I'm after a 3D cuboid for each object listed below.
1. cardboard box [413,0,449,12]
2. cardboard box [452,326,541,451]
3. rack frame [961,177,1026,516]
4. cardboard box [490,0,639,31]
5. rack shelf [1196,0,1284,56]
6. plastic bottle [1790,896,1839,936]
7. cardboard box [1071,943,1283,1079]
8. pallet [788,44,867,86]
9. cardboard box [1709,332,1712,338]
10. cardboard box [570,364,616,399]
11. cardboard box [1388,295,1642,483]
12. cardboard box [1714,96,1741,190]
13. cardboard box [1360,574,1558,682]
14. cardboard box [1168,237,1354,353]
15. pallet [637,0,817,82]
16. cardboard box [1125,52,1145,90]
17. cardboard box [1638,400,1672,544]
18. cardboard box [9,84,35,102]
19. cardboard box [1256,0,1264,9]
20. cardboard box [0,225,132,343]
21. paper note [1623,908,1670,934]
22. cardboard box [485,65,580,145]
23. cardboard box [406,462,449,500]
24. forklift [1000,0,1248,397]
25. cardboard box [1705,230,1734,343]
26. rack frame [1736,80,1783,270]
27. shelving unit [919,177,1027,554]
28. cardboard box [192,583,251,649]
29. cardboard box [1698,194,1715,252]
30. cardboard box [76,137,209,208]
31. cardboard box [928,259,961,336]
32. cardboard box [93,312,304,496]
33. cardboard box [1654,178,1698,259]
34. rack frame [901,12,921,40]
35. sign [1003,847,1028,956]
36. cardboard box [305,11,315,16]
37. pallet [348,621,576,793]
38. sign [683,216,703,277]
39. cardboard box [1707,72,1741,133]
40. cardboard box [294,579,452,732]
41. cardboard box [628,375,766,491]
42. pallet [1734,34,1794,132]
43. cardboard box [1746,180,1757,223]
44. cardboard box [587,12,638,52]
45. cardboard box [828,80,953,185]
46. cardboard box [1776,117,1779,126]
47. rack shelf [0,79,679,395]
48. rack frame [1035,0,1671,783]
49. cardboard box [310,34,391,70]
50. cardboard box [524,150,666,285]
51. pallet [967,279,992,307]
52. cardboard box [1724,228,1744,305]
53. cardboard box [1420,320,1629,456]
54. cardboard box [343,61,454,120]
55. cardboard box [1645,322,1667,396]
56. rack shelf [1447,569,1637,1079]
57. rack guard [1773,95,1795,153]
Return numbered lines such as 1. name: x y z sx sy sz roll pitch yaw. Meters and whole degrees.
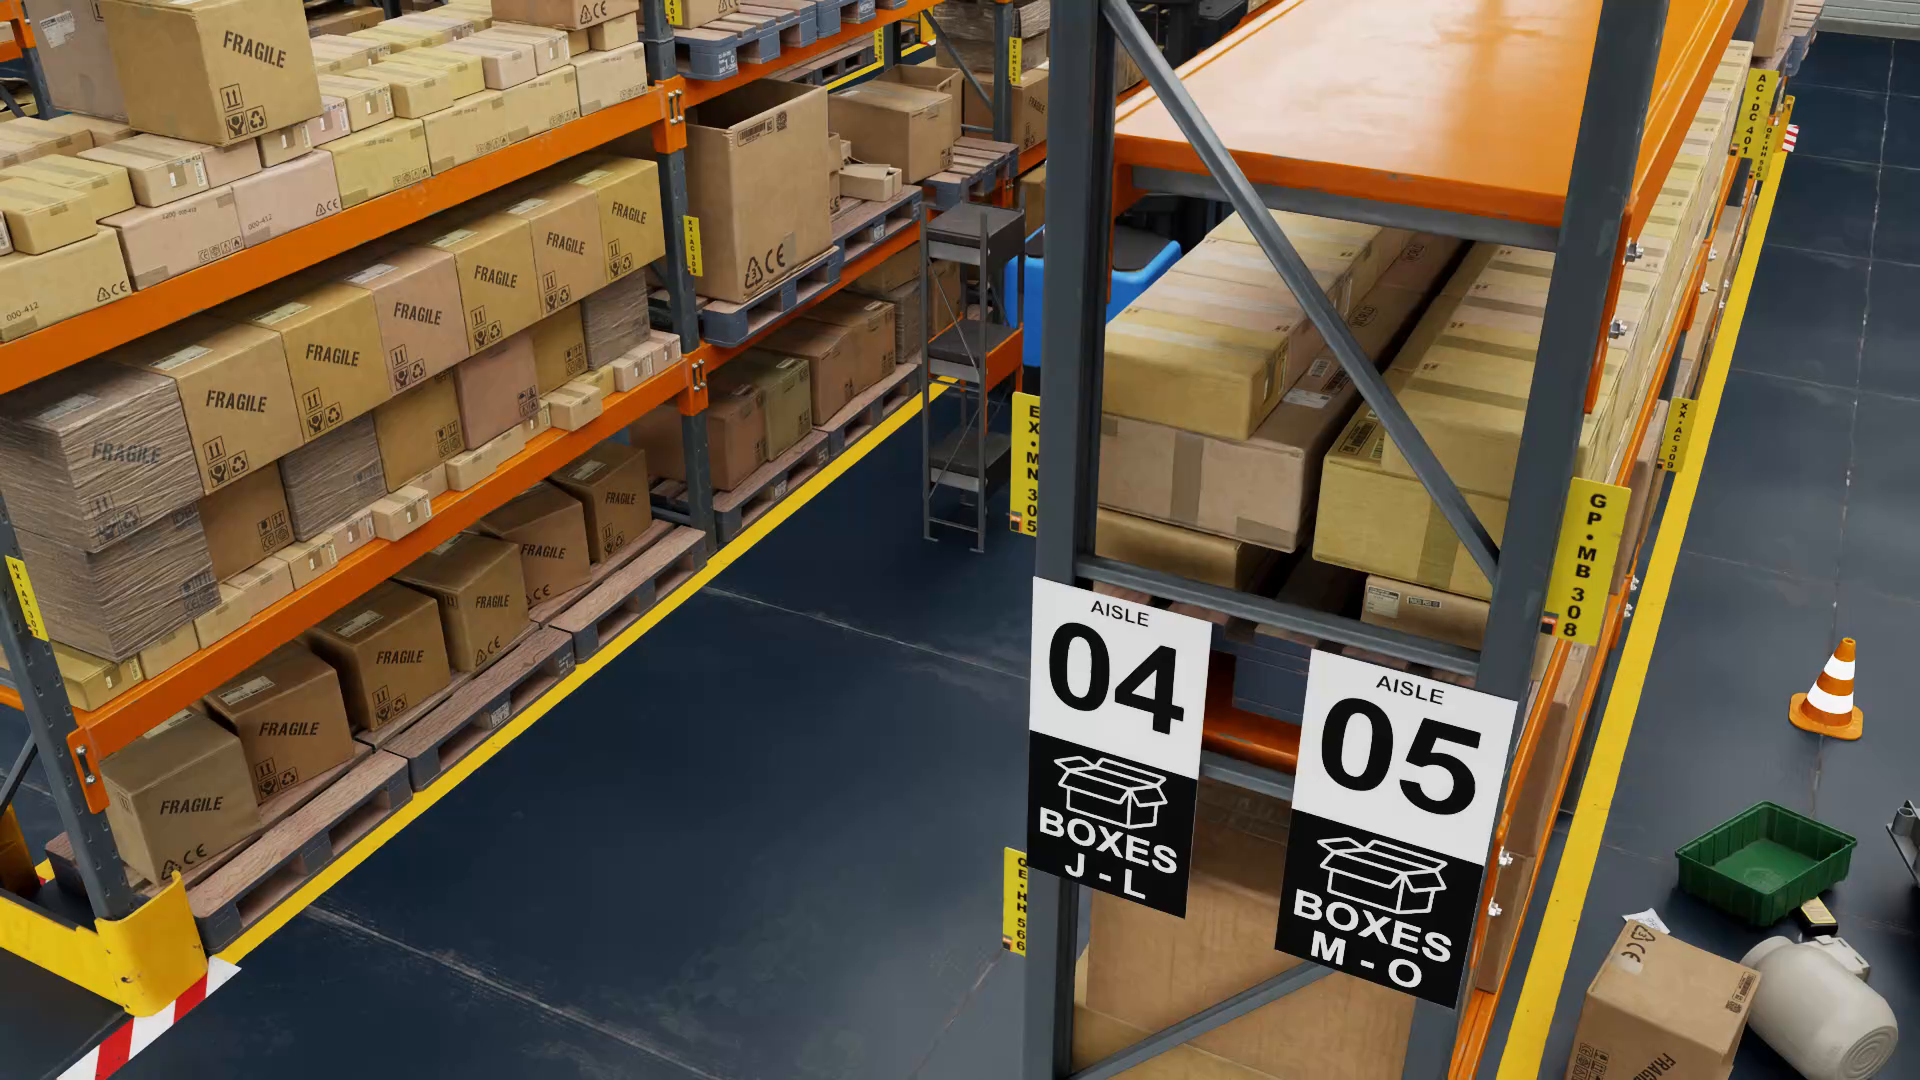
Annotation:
1. cardboard box: -6.742 -6.785 21.103 0.500 0.311 0.500 14 33 23
2. cardboard box: -2.575 -0.844 8.100 0.875 0.500 0.500 14 33 23
3. rack frame: 0.187 -1.092 9.834 0.400 2.100 0.015 14 33 23
4. cardboard box: -1.896 -2.748 7.901 0.500 0.500 0.500 13 32 22
5. rack shelf: 2.638 -5.437 17.218 1.077 0.370 4.000 14 33 23
6. plastic bottle: 3.669 1.593 7.204 0.133 0.061 0.283 -1 30 -3
7. cardboard box: 0.758 1.388 4.461 0.875 0.550 0.550 14 33 23
8. pallet: -1.827 -5.654 19.675 1.003 0.211 1.213 14 33 23
9. cardboard box: 4.804 -1.593 11.138 0.500 0.250 0.500 13 32 21
10. cardboard box: -2.044 -0.839 8.741 0.380 0.149 0.250 14 33 23
11. cardboard box: 1.308 -0.344 3.945 0.500 0.250 0.500 14 33 23
12. cardboard box: 2.456 -1.459 5.887 0.500 0.250 0.500 14 33 23
13. cardboard box: 1.071 0.131 3.518 0.380 0.149 0.250 15 33 24
14. cardboard box: 0.713 -0.586 3.966 0.380 0.149 0.250 15 33 24
15. pallet: -1.542 -2.785 9.054 1.213 0.211 1.003 14 33 23
16. cardboard box: 1.293 -4.185 14.216 0.500 0.500 0.500 14 33 23
17. cardboard box: 2.931 -0.361 7.557 0.500 0.500 0.500 15 33 24
18. cardboard box: -8.932 -4.283 16.263 0.500 0.311 0.500 15 33 25
19. cardboard box: 2.866 -5.500 16.859 0.380 0.149 0.250 13 32 22
20. cardboard box: -3.290 -0.933 5.792 0.500 0.250 0.500 15 33 25
21. paper note: 2.952 1.645 7.145 0.147 0.020 0.142 -7 31 -11
22. cardboard box: -2.140 -2.061 7.756 0.500 0.250 0.500 15 33 24
23. cardboard box: -2.632 -0.290 7.785 0.380 0.149 0.250 14 33 23
24. forklift: 1.355 -2.831 12.028 1.130 2.935 3.031 13 32 21
25. cardboard box: 4.079 -1.481 9.507 0.500 0.500 0.500 14 33 23
26. rack frame: 6.096 -3.692 13.458 1.000 3.000 0.127 14 33 23
27. shelving unit: 0.075 -0.984 9.645 0.431 2.100 0.503 14 33 23
28. cardboard box: -3.139 0.280 6.792 0.380 0.149 0.250 14 33 23
29. cardboard box: 2.340 -1.102 5.666 0.380 0.149 0.250 15 33 24
30. cardboard box: -3.011 -1.358 6.132 0.380 0.149 0.250 16 33 25
31. cardboard box: -0.383 -1.894 12.395 0.700 0.500 0.500 13 32 21
32. cardboard box: -3.013 -0.550 6.584 0.500 0.500 0.500 14 33 23
33. cardboard box: 1.761 -0.888 4.492 0.380 0.149 0.250 15 33 24
34. rack frame: -0.860 -7.759 20.540 1.000 3.000 0.127 14 33 23
35. sign: 0.153 0.893 4.072 0.100 0.325 0.005 14 33 23
36. cardboard box: -7.761 -5.820 19.231 0.500 0.500 0.500 15 33 24
37. pallet: -2.747 0.742 8.536 1.003 0.211 1.213 14 33 23
38. sign: -1.431 -1.571 8.895 0.100 0.325 0.005 14 33 23
39. cardboard box: 2.339 -1.451 5.473 0.380 0.149 0.250 14 33 23
40. cardboard box: -2.897 0.540 8.176 0.500 0.500 0.500 18 34 28
41. cardboard box: -1.619 -0.690 10.298 0.700 0.500 0.500 12 32 20
42. pallet: 3.521 -2.344 8.288 1.003 0.211 1.213 16 33 26
43. cardboard box: 5.982 -2.728 13.114 0.500 0.250 0.500 13 32 22
44. cardboard box: -1.808 -2.515 8.146 0.380 0.149 0.250 15 33 25
45. cardboard box: -0.471 -2.796 11.375 0.700 0.500 0.500 20 35 30
46. cardboard box: 7.485 -3.903 15.669 0.380 0.149 0.250 16 33 25
47. rack shelf: -2.829 -1.418 7.208 1.077 0.370 4.000 14 33 23
48. rack frame: 0.630 -0.974 2.700 1.000 3.000 0.127 14 33 23
49. cardboard box: -2.815 -2.184 7.570 0.380 0.149 0.250 14 33 22
50. cardboard box: -1.878 -1.660 8.515 0.500 0.500 0.500 14 33 23
51. pallet: 0.331 -2.212 13.681 1.003 0.211 1.213 14 33 23
52. cardboard box: 5.749 -2.178 12.909 0.500 0.500 0.500 13 33 22
53. cardboard box: 1.180 -0.322 3.507 0.380 0.149 0.250 14 33 24
54. cardboard box: -2.404 -1.929 7.126 0.380 0.149 0.250 16 34 26
55. cardboard box: 1.761 -0.542 4.689 0.380 0.149 0.250 15 33 24
56. rack shelf: 1.541 1.053 5.917 1.077 0.370 4.000 14 33 23
57. rack guard: 7.884 -4.348 17.110 1.175 0.500 0.348 14 33 23
